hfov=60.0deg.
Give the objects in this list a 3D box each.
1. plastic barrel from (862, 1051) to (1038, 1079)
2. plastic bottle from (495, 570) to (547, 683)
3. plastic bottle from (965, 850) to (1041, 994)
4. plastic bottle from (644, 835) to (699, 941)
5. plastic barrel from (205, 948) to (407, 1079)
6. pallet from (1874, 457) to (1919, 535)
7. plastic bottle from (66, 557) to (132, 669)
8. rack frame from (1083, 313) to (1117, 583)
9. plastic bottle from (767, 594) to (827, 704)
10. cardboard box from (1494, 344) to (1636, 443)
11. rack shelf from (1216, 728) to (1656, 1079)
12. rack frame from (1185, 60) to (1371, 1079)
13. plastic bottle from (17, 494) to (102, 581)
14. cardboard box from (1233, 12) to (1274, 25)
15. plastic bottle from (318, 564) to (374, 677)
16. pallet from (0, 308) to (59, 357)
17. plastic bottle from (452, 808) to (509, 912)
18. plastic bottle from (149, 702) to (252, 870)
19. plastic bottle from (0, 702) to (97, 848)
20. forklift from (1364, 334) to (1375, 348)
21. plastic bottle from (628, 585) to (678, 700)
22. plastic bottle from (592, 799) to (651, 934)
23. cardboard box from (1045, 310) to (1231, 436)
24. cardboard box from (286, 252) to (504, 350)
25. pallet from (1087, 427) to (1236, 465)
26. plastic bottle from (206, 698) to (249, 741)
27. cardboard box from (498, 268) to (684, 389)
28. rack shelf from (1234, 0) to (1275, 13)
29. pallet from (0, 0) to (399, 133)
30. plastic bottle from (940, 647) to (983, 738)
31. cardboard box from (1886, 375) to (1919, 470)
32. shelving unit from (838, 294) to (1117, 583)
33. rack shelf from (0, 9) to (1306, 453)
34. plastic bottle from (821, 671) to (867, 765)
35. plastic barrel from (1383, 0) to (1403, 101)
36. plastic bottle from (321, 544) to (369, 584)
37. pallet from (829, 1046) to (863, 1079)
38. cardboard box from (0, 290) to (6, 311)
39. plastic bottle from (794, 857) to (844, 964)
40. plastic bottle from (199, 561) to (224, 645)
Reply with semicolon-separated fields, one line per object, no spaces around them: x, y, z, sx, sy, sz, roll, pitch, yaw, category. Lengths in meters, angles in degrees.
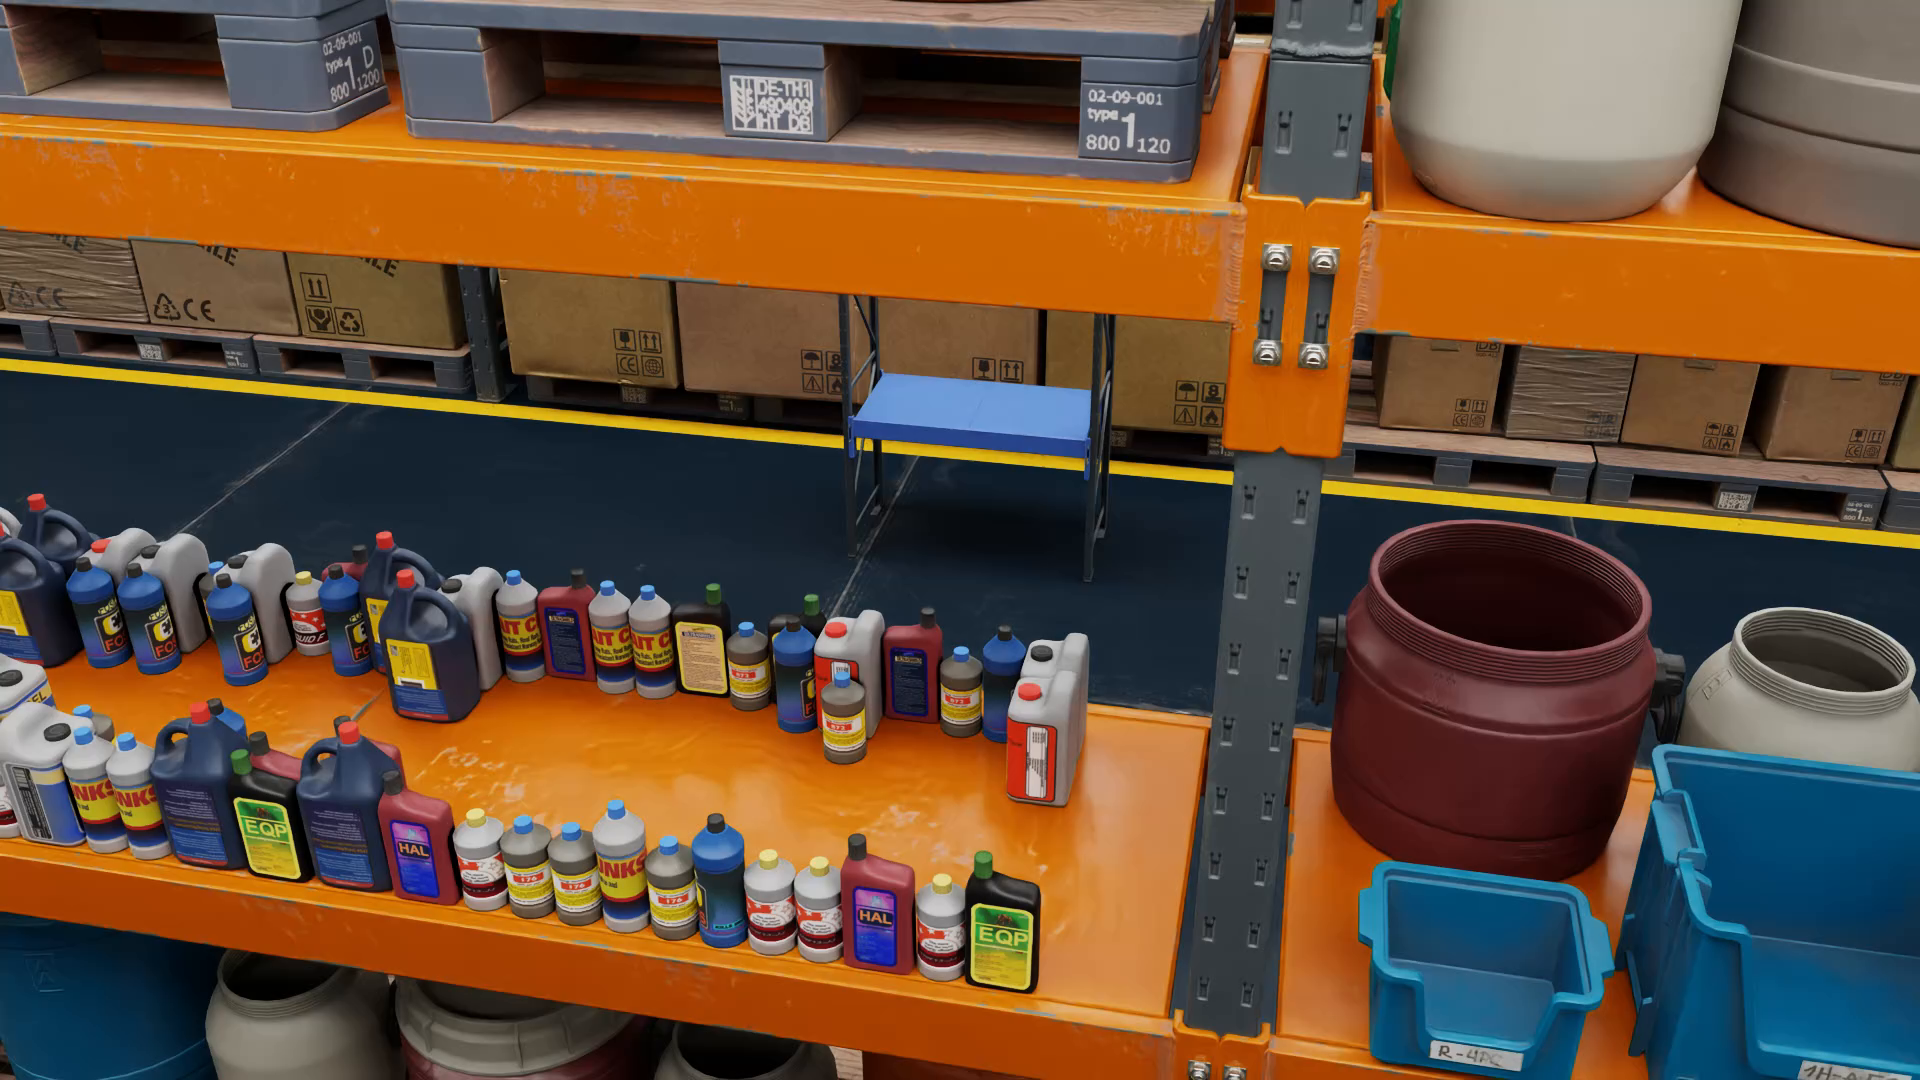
0.080;1.202;3.754;0.708;0.830;0.600;6;29;11;plastic barrel
-1.031;0.196;3.902;0.097;0.271;0.097;0;29;0;plastic bottle
0.077;0.686;2.995;0.133;0.283;0.061;6;29;11;plastic bottle
-0.543;0.649;3.147;0.097;0.201;0.097;0;29;0;plastic bottle
-1.596;1.213;4.064;0.421;0.512;0.421;0;29;0;plastic barrel
4.746;-0.304;7.586;1.213;0.211;1.003;6;29;11;pallet
-2.055;0.166;3.958;0.097;0.271;0.097;0;29;0;plastic bottle
0.581;-0.598;6.781;0.032;1.500;0.500;6;29;11;rack frame
-0.368;0.250;3.792;0.133;0.283;0.061;6;29;11;plastic bottle
2.800;-0.840;7.806;0.500;0.500;0.700;3;29;6;cardboard box
2.518;0.991;3.065;4.000;0.370;1.077;6;29;11;rack shelf
0.562;0.475;3.259;0.127;3.000;1.000;6;29;11;rack frame
-2.202;0.053;4.082;0.185;0.351;0.144;6;29;11;plastic bottle
2.107;-3.770;12.397;0.500;0.250;0.500;5;29;8;cardboard box
-1.452;0.183;3.926;0.097;0.271;0.097;0;29;0;plastic bottle
-5.429;-1.387;9.563;1.213;0.211;1.003;6;29;11;pallet
-0.924;0.610;3.218;0.097;0.201;0.097;0;29;0;plastic bottle
-1.499;0.474;3.311;0.185;0.351;0.144;6;29;11;plastic bottle
-1.845;0.470;3.397;0.135;0.276;0.152;6;29;11;plastic bottle
3.494;-2.715;9.157;1.130;2.935;3.031;20;34;32;forklift
-0.710;0.229;3.842;0.097;0.271;0.097;0;29;0;plastic bottle
-0.639;0.609;3.148;0.097;0.271;0.097;0;29;0;plastic bottle
0.925;-1.182;8.061;0.875;0.875;1.225;5;29;8;cardboard box
-2.945;-1.608;8.839;0.875;0.875;0.875;6;29;11;cardboard box
0.841;-0.742;8.386;1.213;0.211;1.003;6;29;11;pallet
-1.517;0.448;3.442;0.097;0.271;0.097;0;29;0;plastic bottle
-1.686;-1.449;8.549;0.875;0.875;1.225;6;29;11;cardboard box
0.775;-4.055;12.283;4.000;0.370;1.077;6;29;11;rack shelf
-1.453;-1.014;3.051;1.213;0.211;1.003;6;29;11;pallet
0.003;0.333;3.725;0.097;0.201;0.097;0;29;0;plastic bottle
4.449;-0.675;7.504;0.500;0.500;0.700;6;29;10;cardboard box
0.083;-0.649;6.874;1.048;1.500;0.538;6;29;11;shelving unit
-1.394;-0.726;3.077;4.000;0.370;1.077;6;29;11;rack shelf
-0.254;0.381;3.637;0.097;0.201;0.097;0;29;0;plastic bottle
0.814;-0.772;2.574;0.294;0.245;0.294;0;29;0;plastic barrel
-1.453;0.139;3.995;0.133;0.283;0.061;6;29;11;plastic bottle
-0.218;1.639;4.037;1.213;0.211;1.003;6;29;11;pallet
-5.585;-1.879;9.333;0.875;0.875;0.875;6;29;11;cardboard box
-0.258;0.679;3.093;0.097;0.201;0.097;0;29;0;plastic bottle
-1.796;0.148;4.062;0.097;0.201;0.097;0;29;0;plastic bottle
